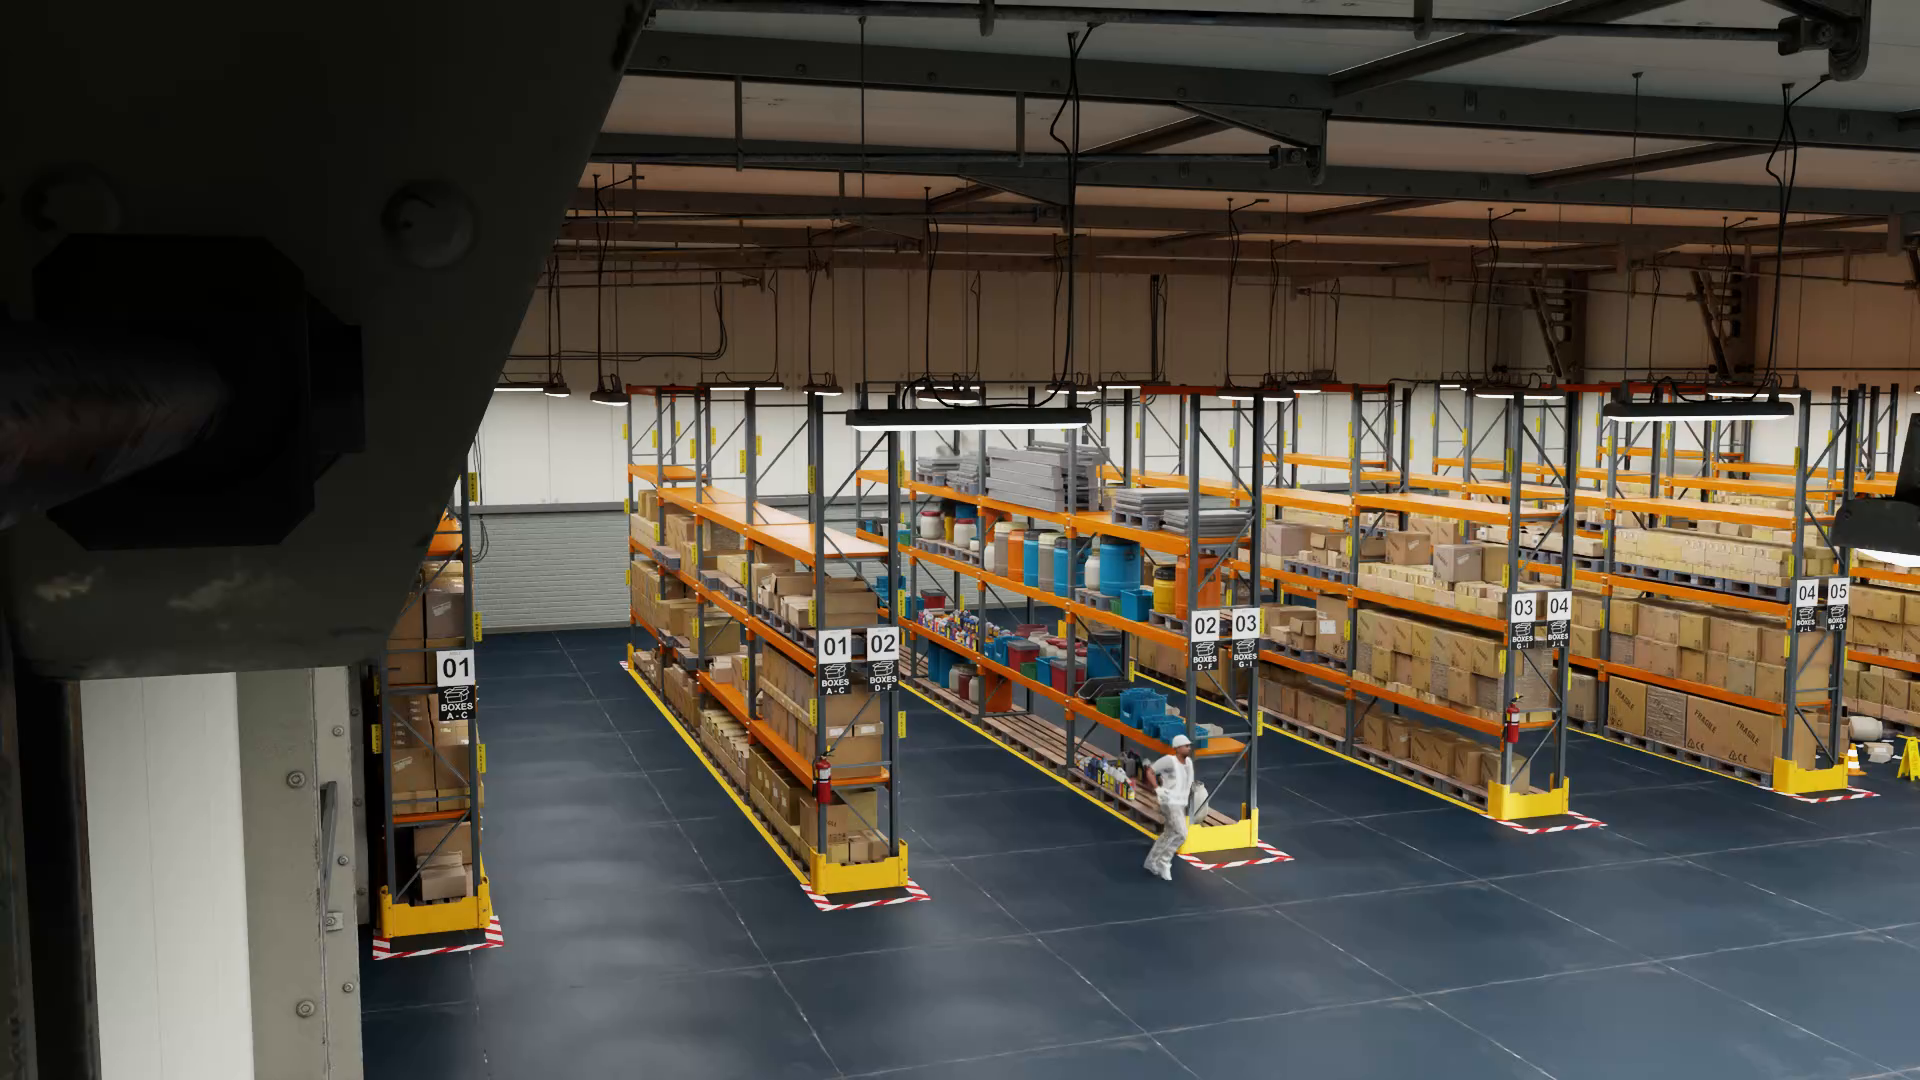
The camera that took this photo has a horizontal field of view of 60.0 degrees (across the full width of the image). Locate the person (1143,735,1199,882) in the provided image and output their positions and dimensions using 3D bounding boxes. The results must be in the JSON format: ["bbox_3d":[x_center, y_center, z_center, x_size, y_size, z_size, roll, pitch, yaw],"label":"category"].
[{"bbox_3d":[2.677,3.322,20.804,0.661,1.789,0.702,4,7,34],"label":"person"}]
